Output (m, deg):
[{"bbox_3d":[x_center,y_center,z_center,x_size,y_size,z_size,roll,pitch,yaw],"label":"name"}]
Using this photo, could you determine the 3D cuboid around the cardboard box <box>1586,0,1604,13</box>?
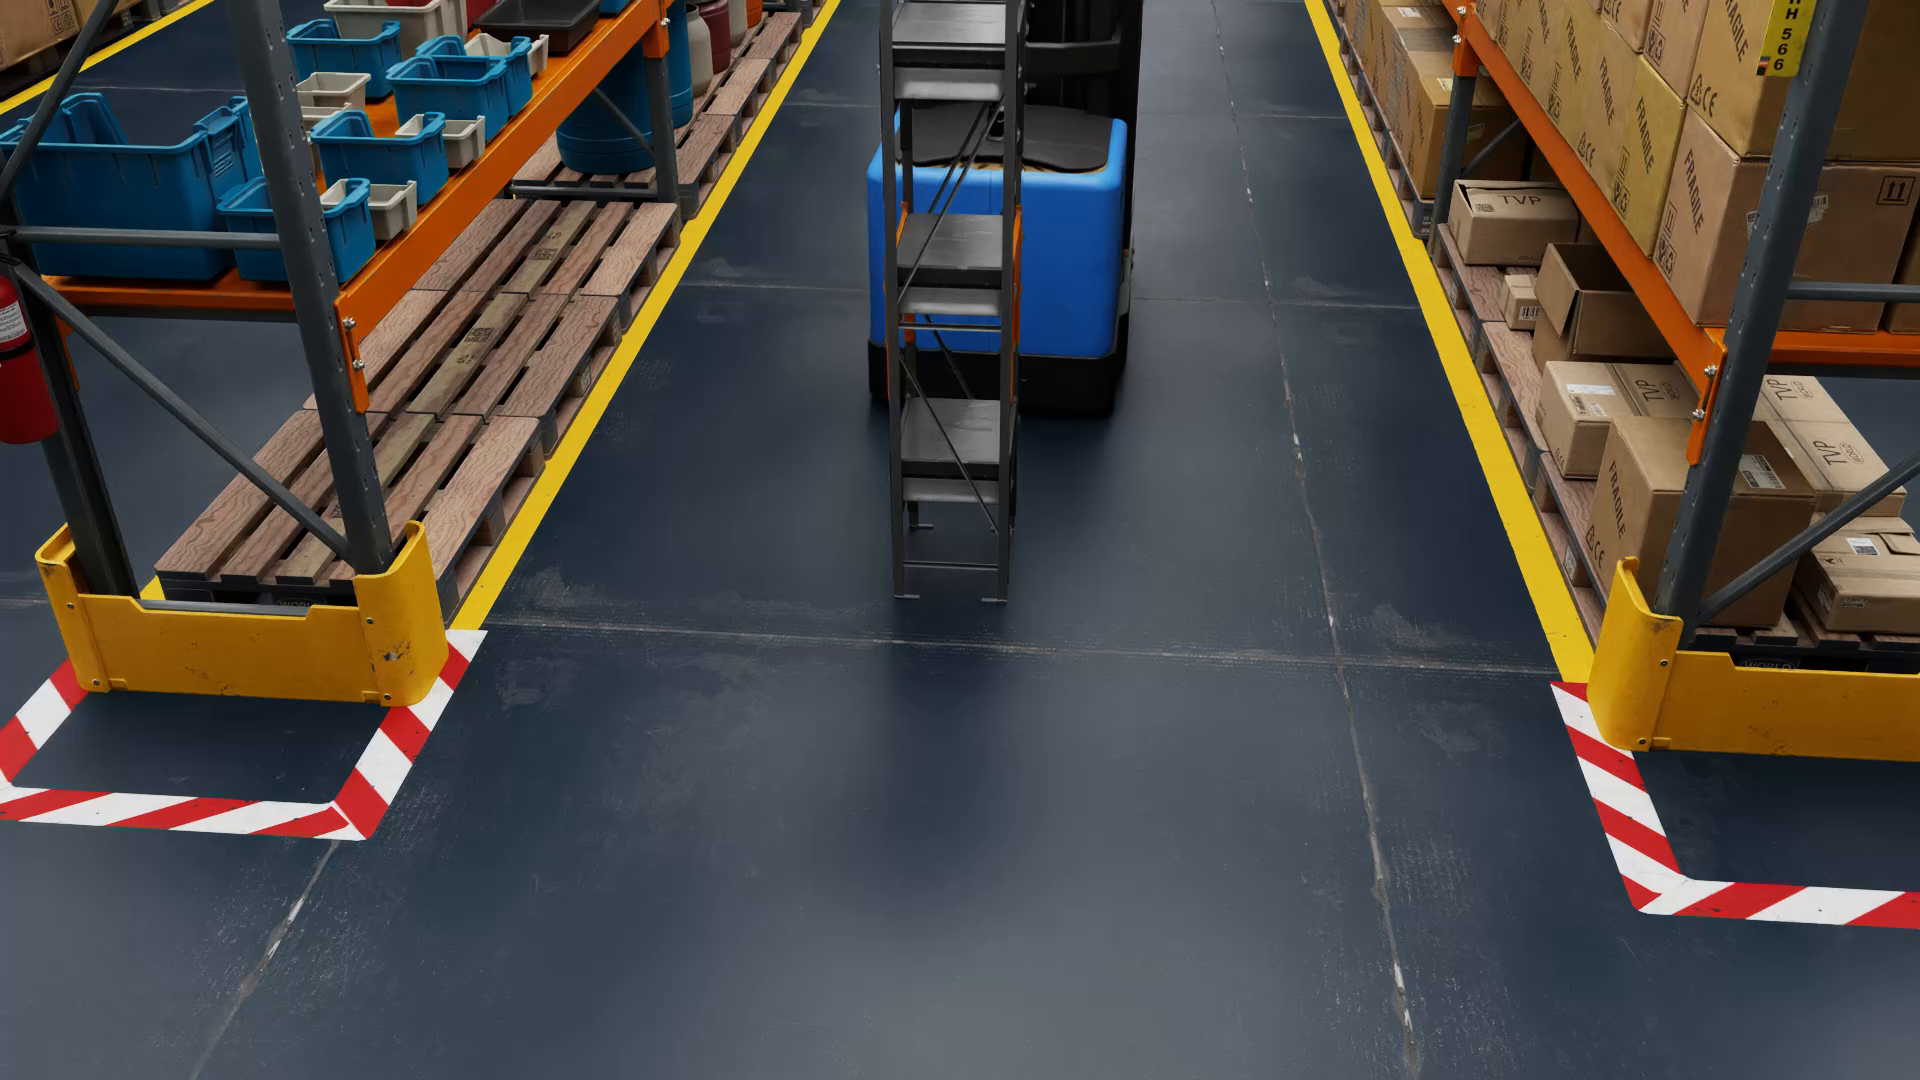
[{"bbox_3d":[2.492,-2.165,5.855,0.500,0.500,0.500,3,32,6],"label":"cardboard box"}]

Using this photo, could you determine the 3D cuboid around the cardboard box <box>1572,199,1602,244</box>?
[{"bbox_3d":[3.172,-1.552,7.873,0.500,0.500,0.500,2,32,4],"label":"cardboard box"}]

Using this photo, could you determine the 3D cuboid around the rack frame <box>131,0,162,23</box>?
[{"bbox_3d":[-6.612,-5.256,11.920,1.000,3.000,0.127,2,32,4],"label":"rack frame"}]

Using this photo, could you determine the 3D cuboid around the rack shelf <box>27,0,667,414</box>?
[{"bbox_3d":[-2.164,-1.601,6.674,1.077,0.370,4.000,2,32,4],"label":"rack shelf"}]

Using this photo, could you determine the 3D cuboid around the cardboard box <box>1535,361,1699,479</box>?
[{"bbox_3d":[2.516,-0.455,6.330,0.500,0.250,0.500,2,32,4],"label":"cardboard box"}]

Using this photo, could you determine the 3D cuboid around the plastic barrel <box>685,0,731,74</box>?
[{"bbox_3d":[-1.790,-3.350,10.725,0.600,0.588,0.708,2,32,4],"label":"plastic barrel"}]

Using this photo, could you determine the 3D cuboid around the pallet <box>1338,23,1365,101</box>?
[{"bbox_3d":[3.163,-3.255,11.331,1.003,0.211,1.213,2,32,4],"label":"pallet"}]

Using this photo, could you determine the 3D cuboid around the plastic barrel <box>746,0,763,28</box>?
[{"bbox_3d":[-1.698,-4.043,11.619,0.600,0.830,0.708,2,32,4],"label":"plastic barrel"}]

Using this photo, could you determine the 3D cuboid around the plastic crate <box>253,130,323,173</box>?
[{"bbox_3d":[-2.403,-1.360,5.791,0.396,0.136,0.243,2,32,4],"label":"plastic crate"}]

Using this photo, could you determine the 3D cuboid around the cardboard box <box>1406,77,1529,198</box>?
[{"bbox_3d":[2.690,-2.133,8.815,0.500,0.500,0.500,2,32,4],"label":"cardboard box"}]

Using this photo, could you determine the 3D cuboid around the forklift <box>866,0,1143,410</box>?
[{"bbox_3d":[0.301,-2.548,7.592,1.130,2.935,3.031,4,32,6],"label":"forklift"}]

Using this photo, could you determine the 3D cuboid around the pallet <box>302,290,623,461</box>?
[{"bbox_3d":[-2.119,-0.740,7.250,1.003,0.211,1.213,2,32,4],"label":"pallet"}]

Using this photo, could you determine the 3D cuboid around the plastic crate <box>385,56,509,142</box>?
[{"bbox_3d":[-1.871,-1.619,6.121,0.416,0.233,0.300,2,32,4],"label":"plastic crate"}]

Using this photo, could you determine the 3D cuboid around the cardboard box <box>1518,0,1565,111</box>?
[{"bbox_3d":[2.541,-1.998,6.537,0.500,0.500,0.500,2,32,4],"label":"cardboard box"}]

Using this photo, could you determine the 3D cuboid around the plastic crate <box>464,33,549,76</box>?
[{"bbox_3d":[-1.843,-1.943,6.738,0.293,0.136,0.466,2,32,4],"label":"plastic crate"}]

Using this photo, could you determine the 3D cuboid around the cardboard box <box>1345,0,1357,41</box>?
[{"bbox_3d":[2.940,-3.728,11.404,0.500,0.500,0.500,4,32,6],"label":"cardboard box"}]

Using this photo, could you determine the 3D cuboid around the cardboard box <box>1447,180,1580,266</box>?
[{"bbox_3d":[2.686,-1.572,8.085,0.500,0.311,0.500,2,32,4],"label":"cardboard box"}]

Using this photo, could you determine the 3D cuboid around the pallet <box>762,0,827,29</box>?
[{"bbox_3d":[-1.573,-4.261,12.963,1.003,0.211,1.213,2,32,4],"label":"pallet"}]

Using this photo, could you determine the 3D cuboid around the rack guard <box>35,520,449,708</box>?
[{"bbox_3d":[-2.316,0.216,5.423,1.175,0.500,0.348,2,32,4],"label":"rack guard"}]

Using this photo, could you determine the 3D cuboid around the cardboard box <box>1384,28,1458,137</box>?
[{"bbox_3d":[2.780,-2.653,9.659,0.500,0.500,0.500,3,32,5],"label":"cardboard box"}]

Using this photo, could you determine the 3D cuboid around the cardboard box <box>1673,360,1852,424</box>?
[{"bbox_3d":[3.019,-0.460,6.338,0.500,0.250,0.500,2,32,4],"label":"cardboard box"}]

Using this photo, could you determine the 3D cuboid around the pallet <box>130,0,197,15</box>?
[{"bbox_3d":[-6.547,-4.478,13.314,1.003,0.211,1.213,2,32,4],"label":"pallet"}]

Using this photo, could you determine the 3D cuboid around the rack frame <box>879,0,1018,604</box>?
[{"bbox_3d":[-0.033,-0.680,5.352,0.400,2.100,0.015,2,32,4],"label":"rack frame"}]

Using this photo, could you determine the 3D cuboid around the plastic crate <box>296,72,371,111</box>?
[{"bbox_3d":[-2.399,-1.662,6.282,0.298,0.136,0.250,2,32,4],"label":"plastic crate"}]

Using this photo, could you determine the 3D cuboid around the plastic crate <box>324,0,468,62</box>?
[{"bbox_3d":[-2.309,-2.137,6.915,0.437,0.282,0.530,2,32,4],"label":"plastic crate"}]

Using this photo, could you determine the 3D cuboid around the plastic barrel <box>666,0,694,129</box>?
[{"bbox_3d":[-1.882,-2.892,9.684,0.600,0.901,0.708,2,32,4],"label":"plastic barrel"}]

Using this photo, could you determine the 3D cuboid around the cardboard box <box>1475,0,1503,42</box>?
[{"bbox_3d":[2.623,-2.527,7.396,0.500,0.500,0.500,3,32,5],"label":"cardboard box"}]

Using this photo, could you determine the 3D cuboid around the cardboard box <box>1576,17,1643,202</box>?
[{"bbox_3d":[2.460,-1.468,5.678,0.500,0.500,0.500,3,32,4],"label":"cardboard box"}]

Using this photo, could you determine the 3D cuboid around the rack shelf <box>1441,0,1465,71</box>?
[{"bbox_3d":[3.099,-3.479,9.722,1.077,0.370,4.000,2,32,4],"label":"rack shelf"}]

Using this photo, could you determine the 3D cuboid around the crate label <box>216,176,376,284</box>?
[{"bbox_3d":[-1.978,-0.931,5.003,0.416,0.233,0.303,2,32,4],"label":"crate label"}]

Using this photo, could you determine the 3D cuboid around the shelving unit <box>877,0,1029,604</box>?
[{"bbox_3d":[-0.014,-0.807,5.559,0.431,2.100,0.503,2,32,4],"label":"shelving unit"}]

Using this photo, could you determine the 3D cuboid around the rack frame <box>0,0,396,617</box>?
[{"bbox_3d":[-2.327,-0.861,4.789,1.000,3.000,0.127,2,32,4],"label":"rack frame"}]

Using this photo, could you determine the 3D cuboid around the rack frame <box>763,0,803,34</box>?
[{"bbox_3d":[-1.675,-5.045,11.577,1.000,3.000,0.127,2,32,4],"label":"rack frame"}]

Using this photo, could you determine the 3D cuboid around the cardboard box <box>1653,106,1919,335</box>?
[{"bbox_3d":[2.375,-0.936,4.815,0.500,0.500,0.500,3,32,5],"label":"cardboard box"}]

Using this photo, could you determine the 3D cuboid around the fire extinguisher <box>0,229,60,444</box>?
[{"bbox_3d":[-2.792,-0.610,4.810,0.296,0.674,0.183,2,32,4],"label":"fire extinguisher"}]

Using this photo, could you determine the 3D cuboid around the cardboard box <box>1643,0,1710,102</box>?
[{"bbox_3d":[2.413,-1.625,4.979,0.500,0.500,0.500,3,32,5],"label":"cardboard box"}]

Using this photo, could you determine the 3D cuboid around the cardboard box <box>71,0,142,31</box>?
[{"bbox_3d":[-6.689,-4.170,11.783,1.225,0.875,0.875,1,32,2],"label":"cardboard box"}]

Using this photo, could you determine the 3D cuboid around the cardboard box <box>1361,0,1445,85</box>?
[{"bbox_3d":[2.857,-3.192,10.534,0.500,0.500,0.500,2,32,3],"label":"cardboard box"}]

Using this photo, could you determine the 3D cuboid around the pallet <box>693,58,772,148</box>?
[{"bbox_3d":[-1.800,-2.807,10.604,1.003,0.211,1.213,2,32,4],"label":"pallet"}]

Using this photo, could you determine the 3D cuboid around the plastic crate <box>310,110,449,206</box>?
[{"bbox_3d":[-1.925,-1.275,5.562,0.416,0.233,0.300,2,32,4],"label":"plastic crate"}]

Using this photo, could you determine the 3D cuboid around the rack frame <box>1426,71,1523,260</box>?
[{"bbox_3d":[2.936,-2.739,7.836,1.000,3.000,0.127,2,32,4],"label":"rack frame"}]

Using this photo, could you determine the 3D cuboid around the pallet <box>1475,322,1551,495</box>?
[{"bbox_3d":[2.782,-0.553,6.947,1.003,0.211,1.213,2,32,4],"label":"pallet"}]

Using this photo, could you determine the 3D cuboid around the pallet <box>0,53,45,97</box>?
[{"bbox_3d":[-6.853,-3.024,10.955,1.003,0.211,1.213,2,32,4],"label":"pallet"}]

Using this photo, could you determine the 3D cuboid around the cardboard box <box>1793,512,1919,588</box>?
[{"bbox_3d":[3.007,0.036,5.614,0.380,0.166,0.250,2,32,4],"label":"cardboard box"}]

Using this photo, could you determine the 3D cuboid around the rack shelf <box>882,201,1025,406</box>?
[{"bbox_3d":[-0.013,-0.796,5.566,0.431,0.518,0.480,2,32,4],"label":"rack shelf"}]

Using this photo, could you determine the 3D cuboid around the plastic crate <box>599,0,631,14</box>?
[{"bbox_3d":[-1.699,-2.713,7.751,0.392,0.384,0.575,2,32,4],"label":"plastic crate"}]

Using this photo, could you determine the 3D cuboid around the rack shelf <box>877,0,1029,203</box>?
[{"bbox_3d":[-0.014,-1.392,5.199,0.431,0.518,0.480,2,32,4],"label":"rack shelf"}]

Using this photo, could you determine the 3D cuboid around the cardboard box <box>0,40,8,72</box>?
[{"bbox_3d":[-6.833,-3.242,10.276,1.225,0.875,0.875,1,32,2],"label":"cardboard box"}]

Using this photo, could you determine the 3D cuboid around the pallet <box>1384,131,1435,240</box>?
[{"bbox_3d":[2.964,-1.979,9.260,1.003,0.211,1.213,2,32,4],"label":"pallet"}]
